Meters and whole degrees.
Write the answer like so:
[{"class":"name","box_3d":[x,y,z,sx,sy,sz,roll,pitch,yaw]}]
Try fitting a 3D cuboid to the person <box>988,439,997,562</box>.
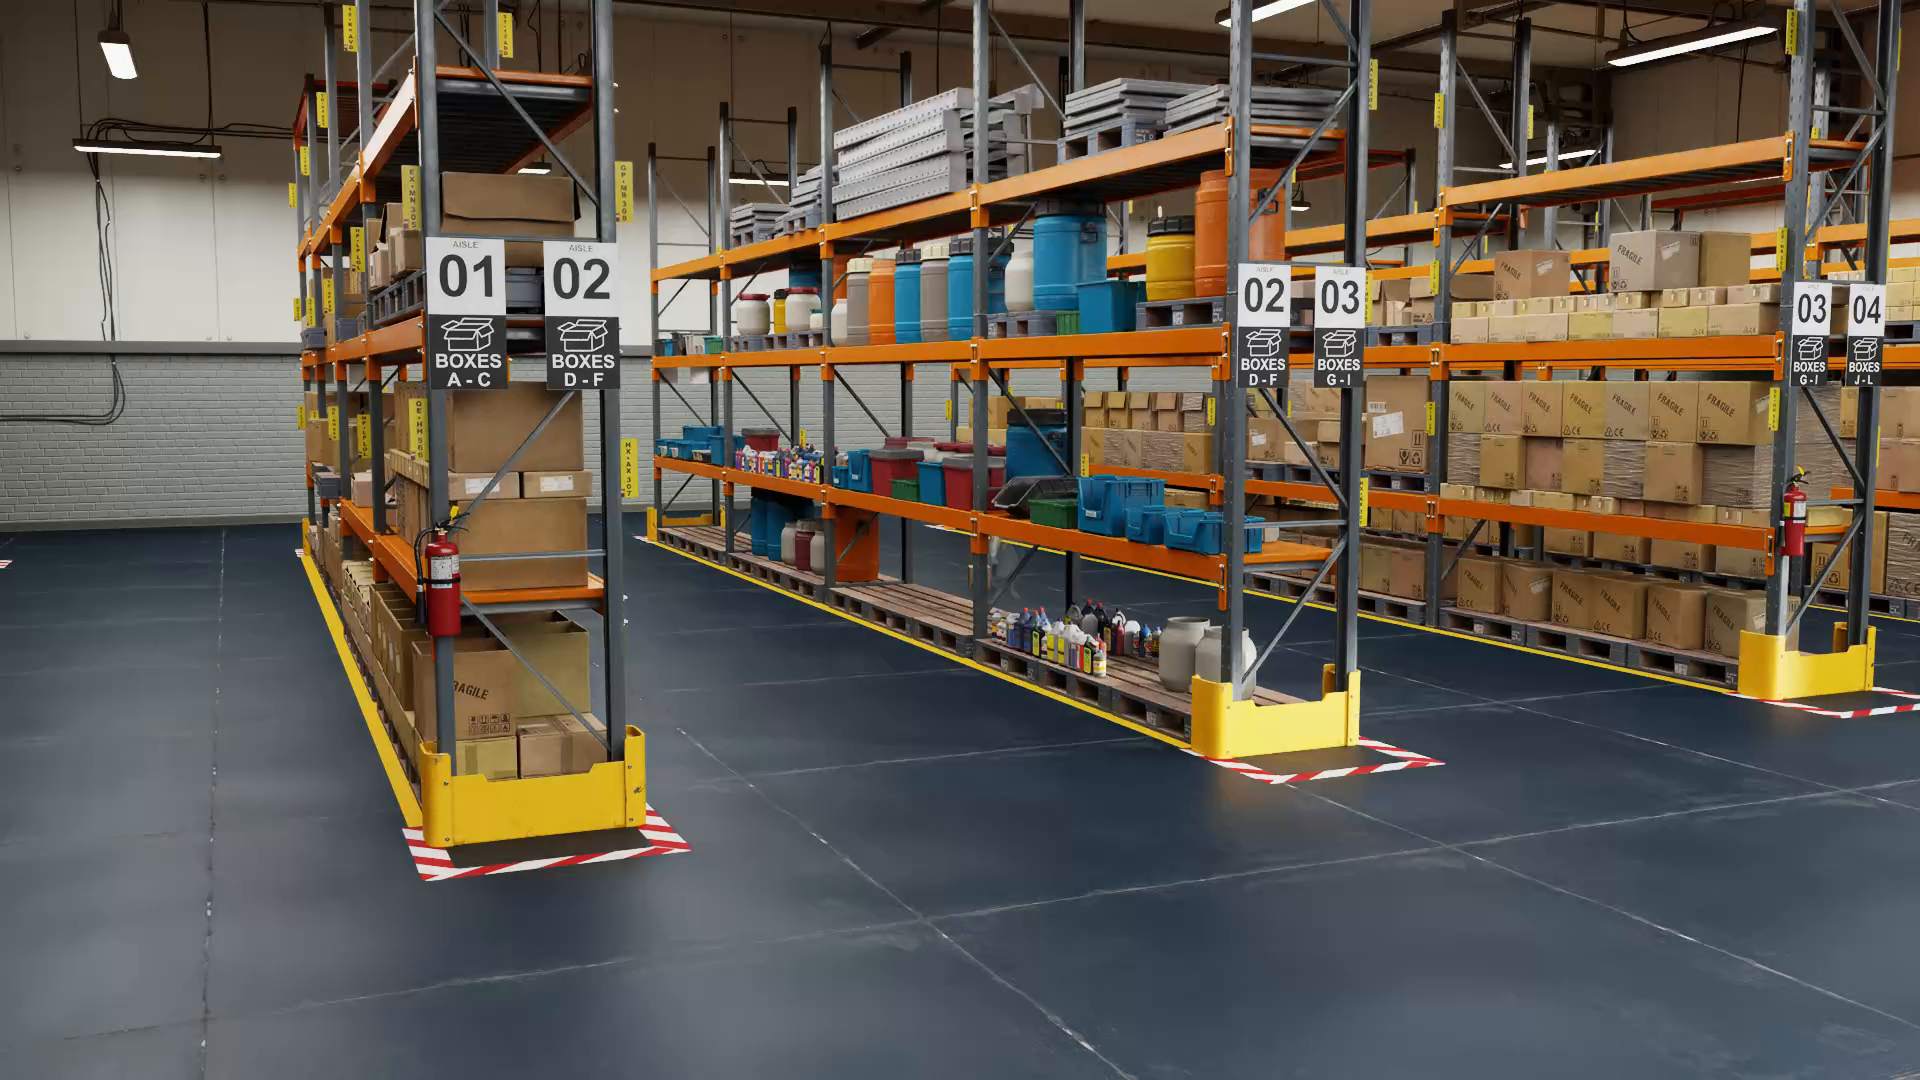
[{"class":"person","box_3d":[0.324,-0.545,22.348,0.488,1.646,0.926,0,6,-3]}]
